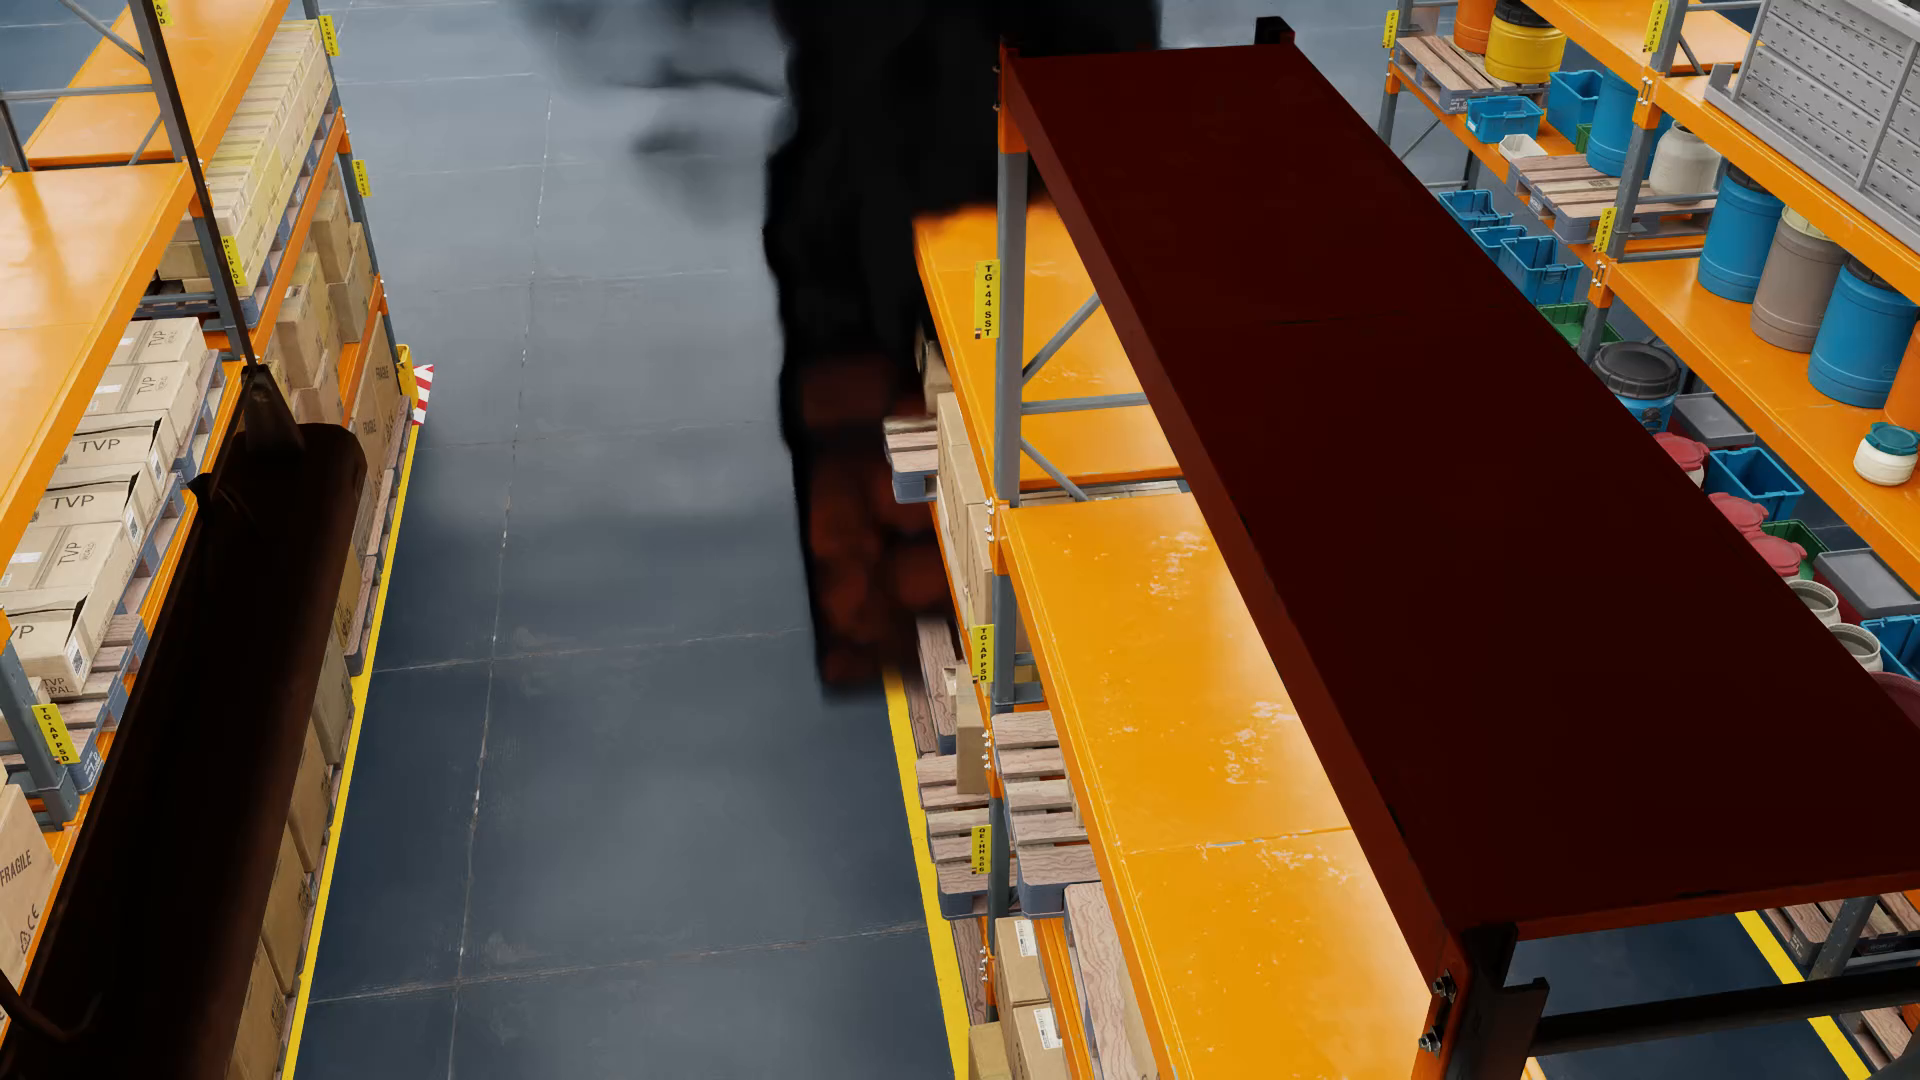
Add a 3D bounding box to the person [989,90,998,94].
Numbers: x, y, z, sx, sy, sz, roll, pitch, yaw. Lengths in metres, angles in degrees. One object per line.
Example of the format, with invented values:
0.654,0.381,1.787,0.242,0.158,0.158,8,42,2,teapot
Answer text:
0.208,-5.869,19.980,0.855,1.752,0.706,7,37,9,person
